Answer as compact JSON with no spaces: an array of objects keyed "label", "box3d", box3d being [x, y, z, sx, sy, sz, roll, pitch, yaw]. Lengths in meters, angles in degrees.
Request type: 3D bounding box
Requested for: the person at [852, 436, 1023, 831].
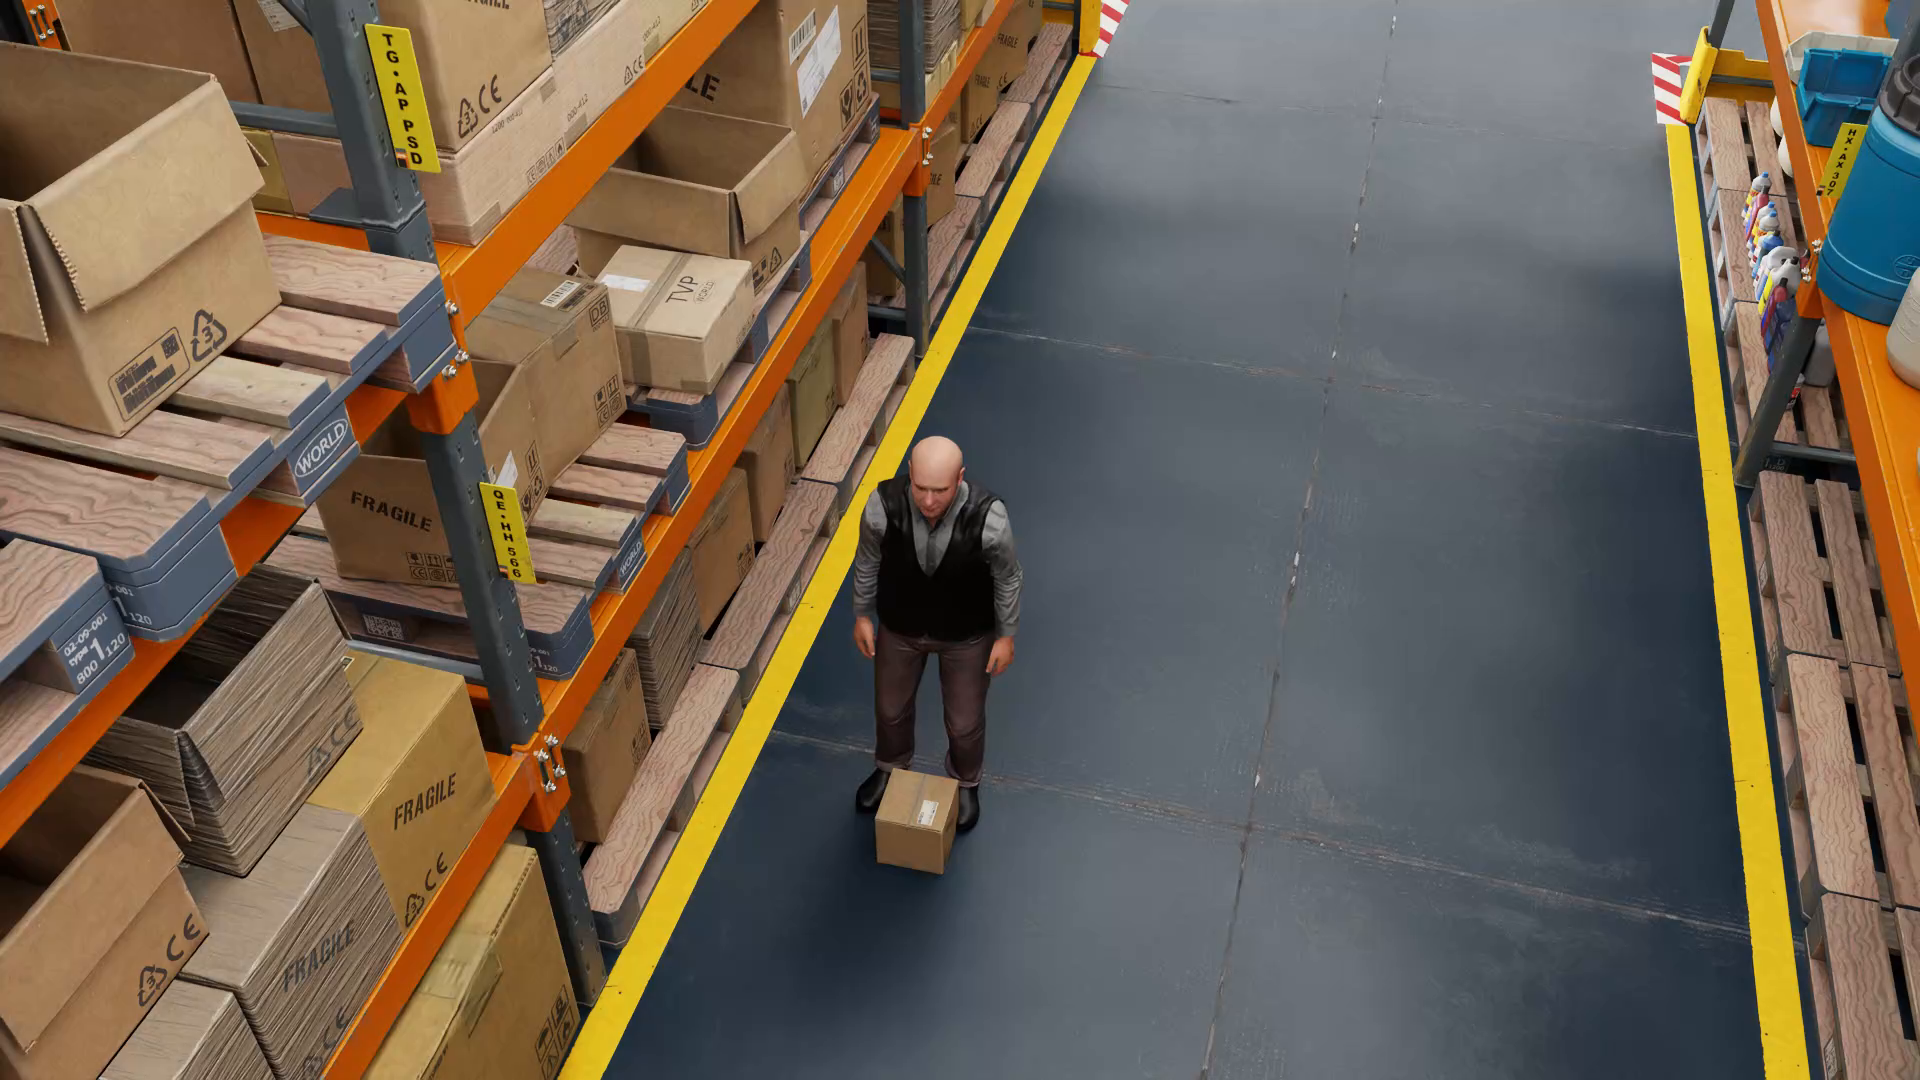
[{"label":"person","box3d":[-0.082,0.299,5.828,0.594,1.722,0.419,8,41,9]}]
